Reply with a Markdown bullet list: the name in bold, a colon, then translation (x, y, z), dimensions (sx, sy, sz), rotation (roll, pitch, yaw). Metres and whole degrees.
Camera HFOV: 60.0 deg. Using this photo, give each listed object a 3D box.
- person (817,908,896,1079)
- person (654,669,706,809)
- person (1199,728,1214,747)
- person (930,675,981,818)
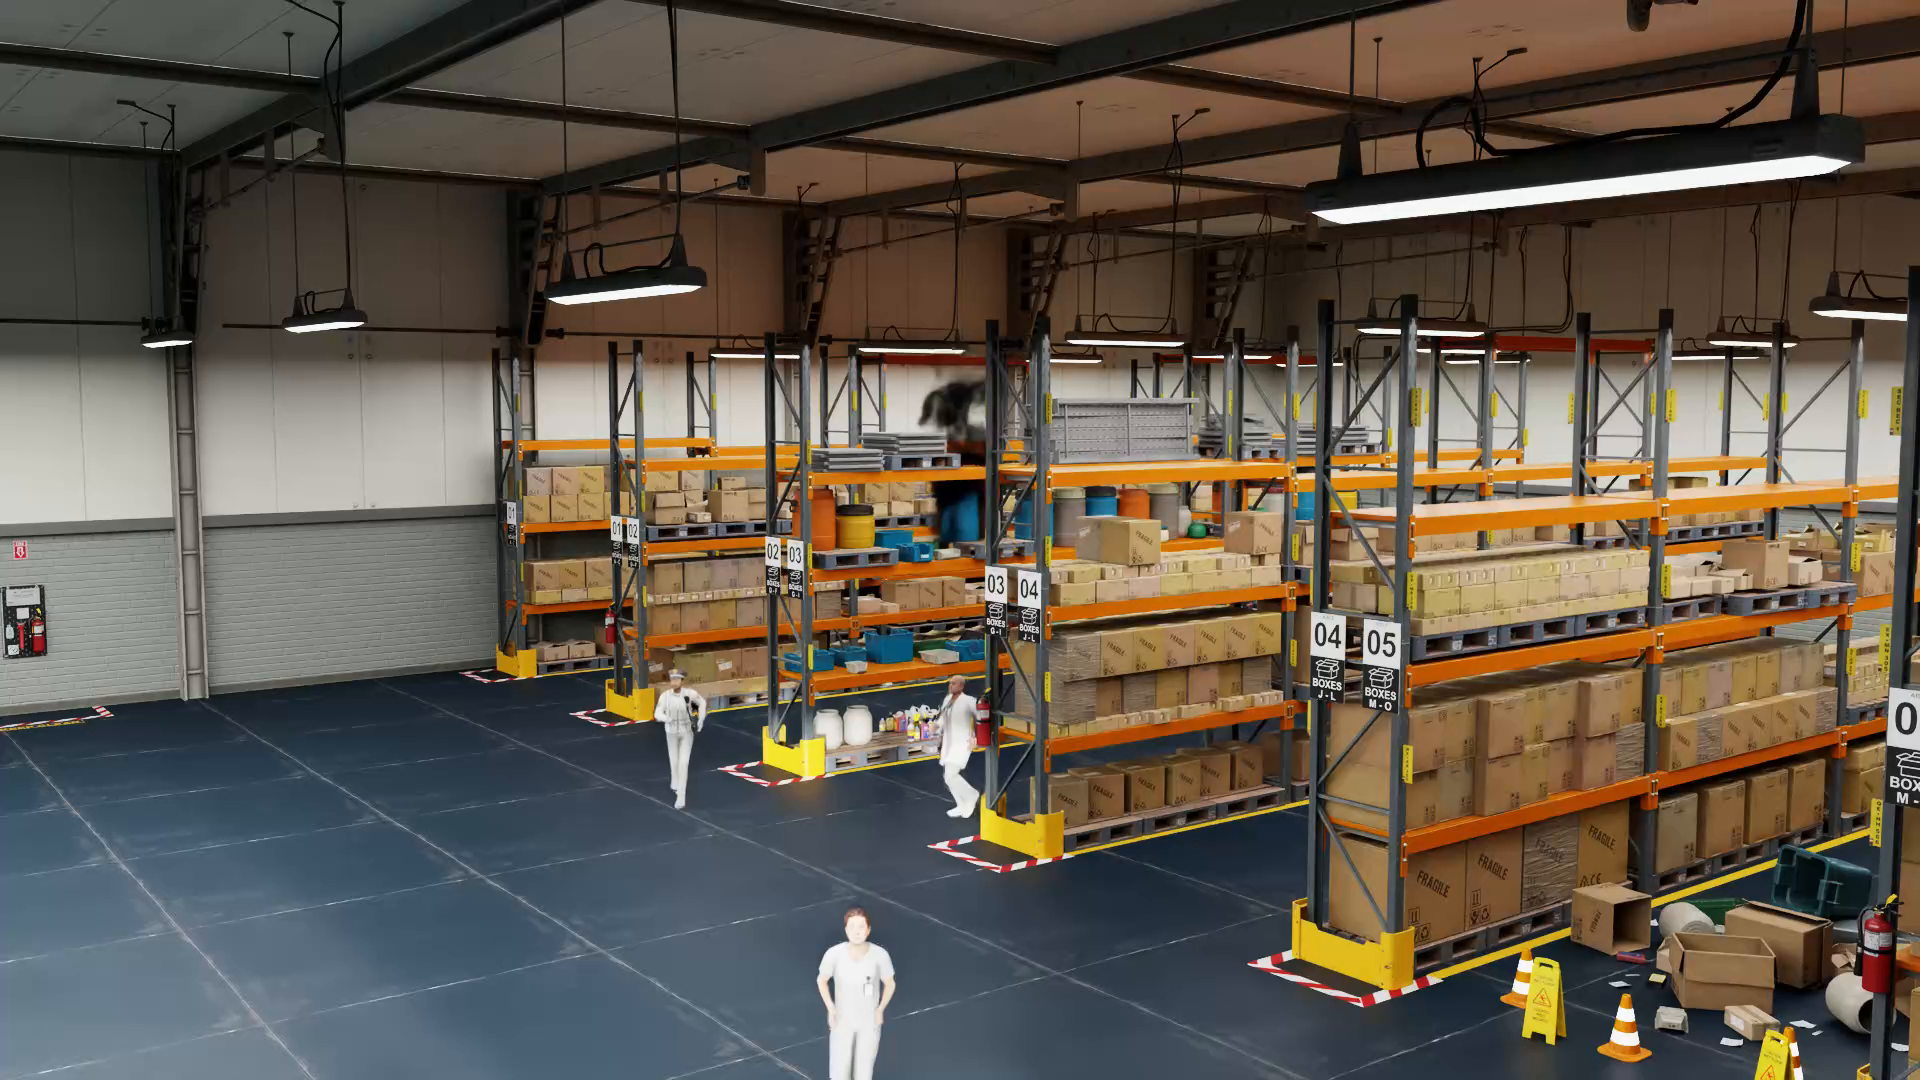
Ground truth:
- **person**: translation (-0.716, 3.343, 11.506), dimensions (0.546, 1.624, 0.554), rotation (0, 5, -3)
- **person**: translation (-3.550, 2.465, 21.139), dimensions (0.620, 1.727, 0.926), rotation (0, 5, 1)
- **person**: translation (3.538, 2.259, 23.821), dimensions (0.575, 1.661, 0.560), rotation (4, 7, 40)
- **person**: translation (-0.054, 2.515, 20.193), dimensions (0.657, 1.753, 0.712), rotation (-4, 7, -41)
